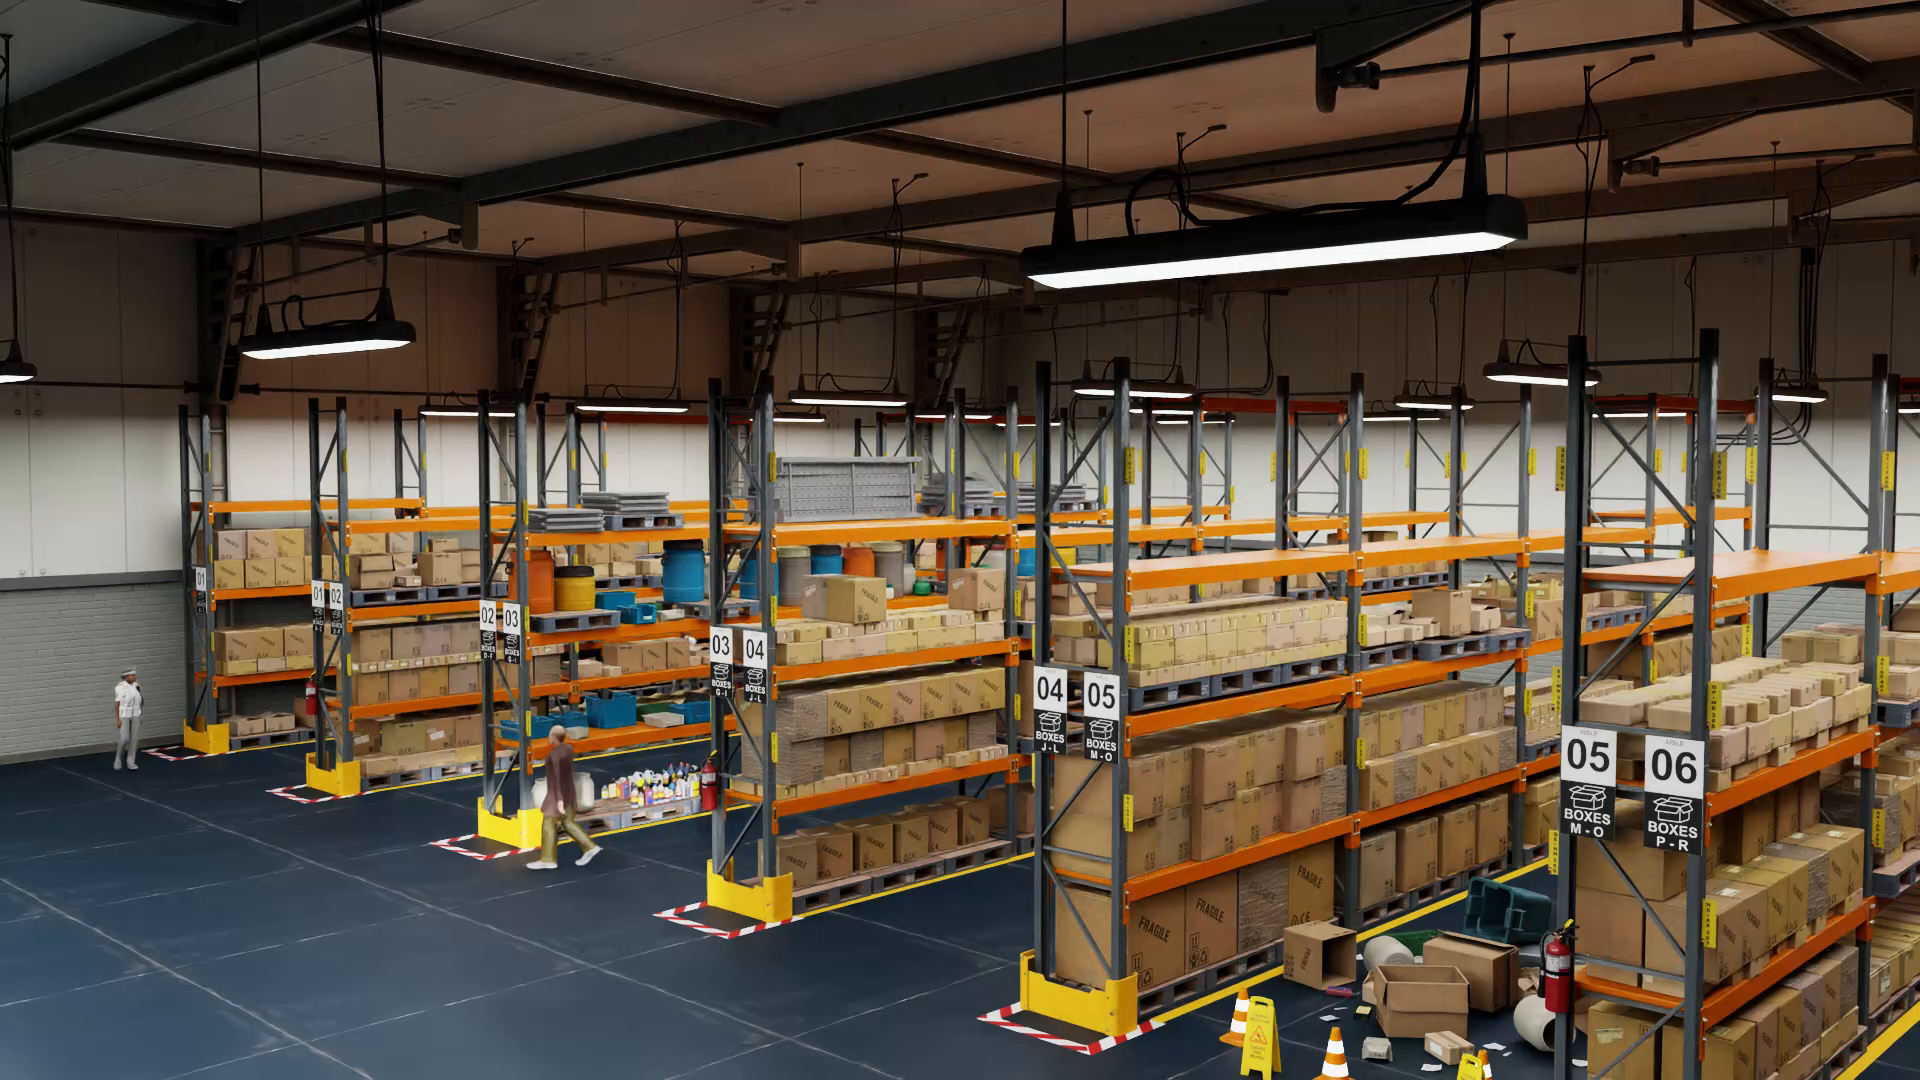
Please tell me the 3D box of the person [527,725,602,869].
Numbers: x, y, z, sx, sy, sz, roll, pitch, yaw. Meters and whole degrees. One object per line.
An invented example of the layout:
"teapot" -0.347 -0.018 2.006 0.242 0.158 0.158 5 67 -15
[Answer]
"person" -4.916 3.180 20.663 0.852 1.768 0.559 0 3 8

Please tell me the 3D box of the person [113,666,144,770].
"person" -13.506 2.886 27.003 0.430 1.683 0.462 2 4 36

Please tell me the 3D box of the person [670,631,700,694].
"person" -5.544 2.518 33.372 0.565 1.731 0.906 2 4 33
